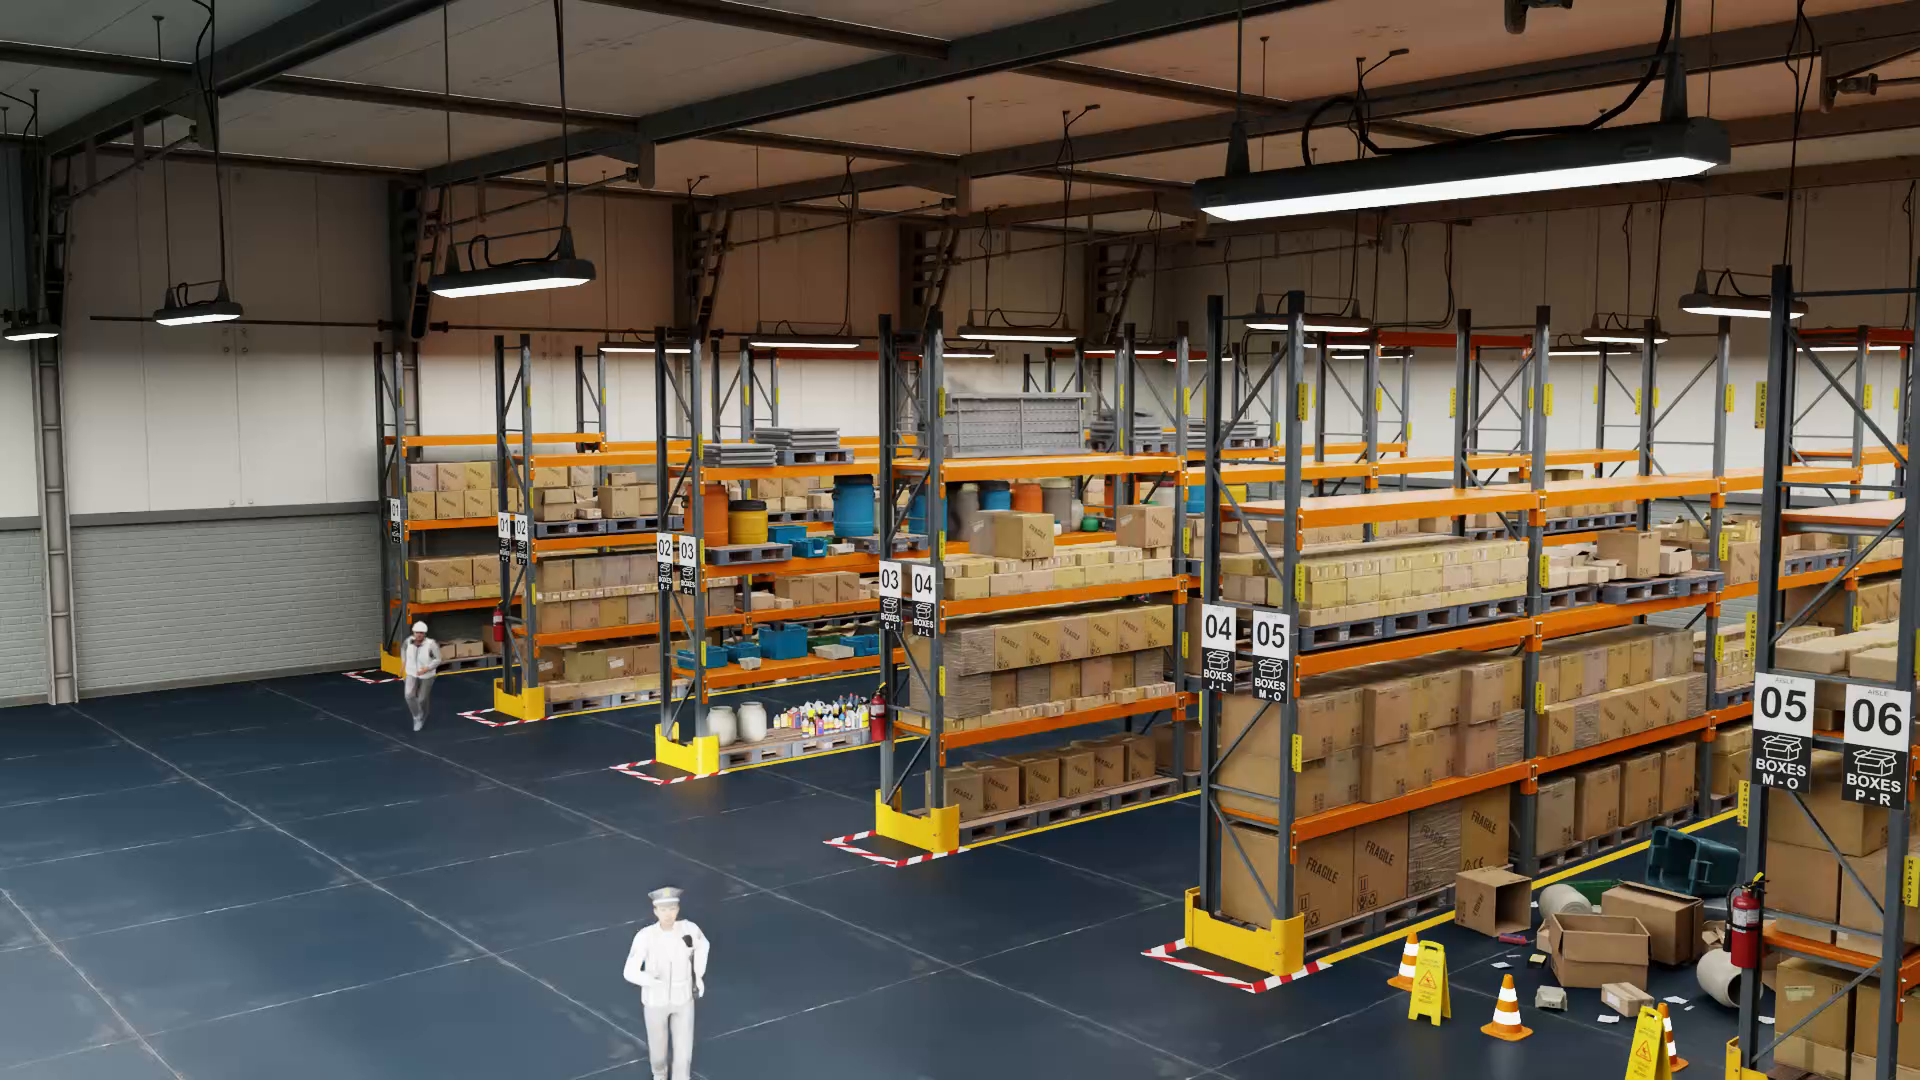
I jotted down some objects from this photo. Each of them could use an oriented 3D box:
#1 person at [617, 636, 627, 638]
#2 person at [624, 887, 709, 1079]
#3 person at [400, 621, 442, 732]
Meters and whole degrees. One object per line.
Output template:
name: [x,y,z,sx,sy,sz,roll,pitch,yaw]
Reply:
person: [-5.949,1.664,29.470,0.786,1.608,0.532,-5,7,-44]
person: [-2.032,3.245,11.620,0.612,1.697,0.920,-1,5,-15]
person: [-8.181,2.027,25.347,0.659,1.669,0.893,0,5,-3]
